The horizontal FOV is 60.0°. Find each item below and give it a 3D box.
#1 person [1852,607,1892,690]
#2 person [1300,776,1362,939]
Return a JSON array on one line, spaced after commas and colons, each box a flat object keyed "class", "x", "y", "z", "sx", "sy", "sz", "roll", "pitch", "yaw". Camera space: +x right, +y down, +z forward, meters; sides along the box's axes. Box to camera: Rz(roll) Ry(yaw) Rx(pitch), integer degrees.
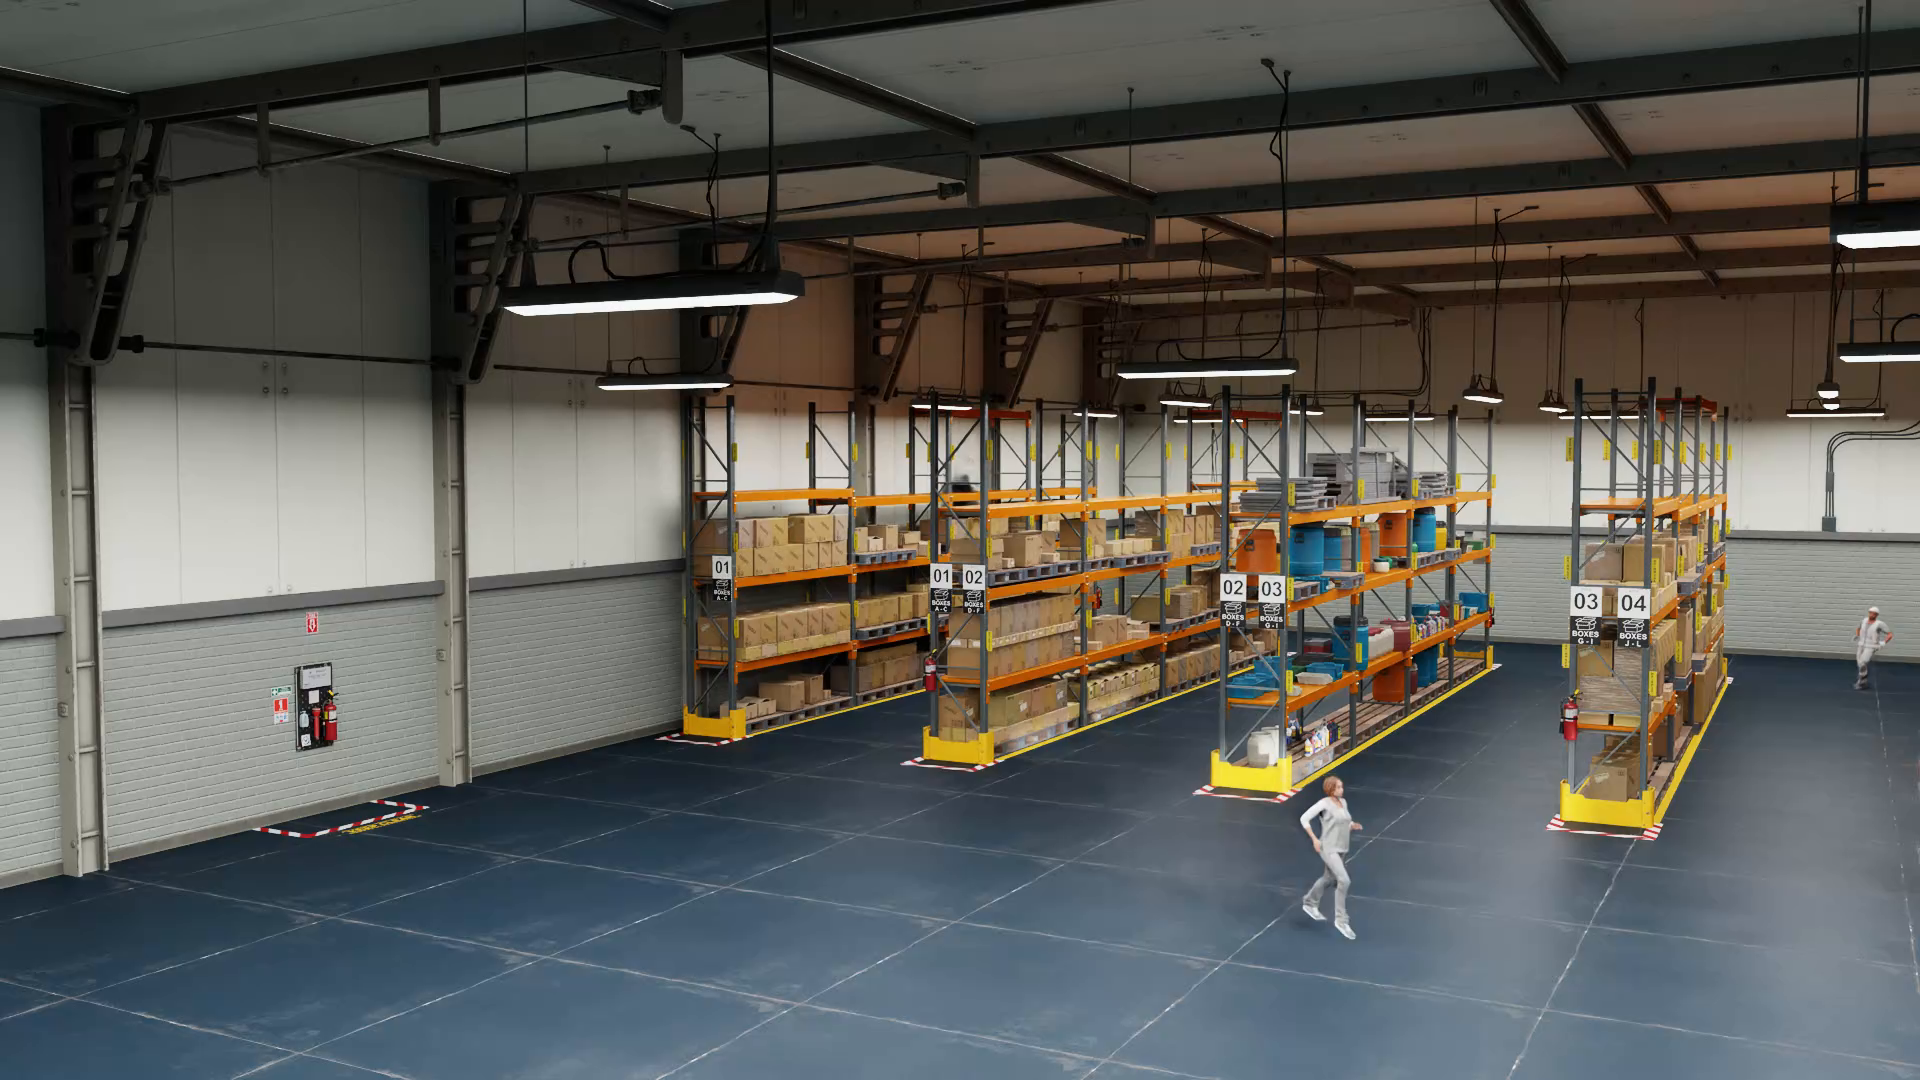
[{"class": "person", "x": 19.140, "y": 2.288, "z": 34.992, "sx": 0.628, "sy": 1.787, "sz": 0.738, "roll": -2, "pitch": 3, "yaw": -27}, {"class": "person", "x": 3.874, "y": 3.278, "z": 17.370, "sx": 0.737, "sy": 1.643, "sz": 0.510, "roll": 3, "pitch": 4, "yaw": 44}]
